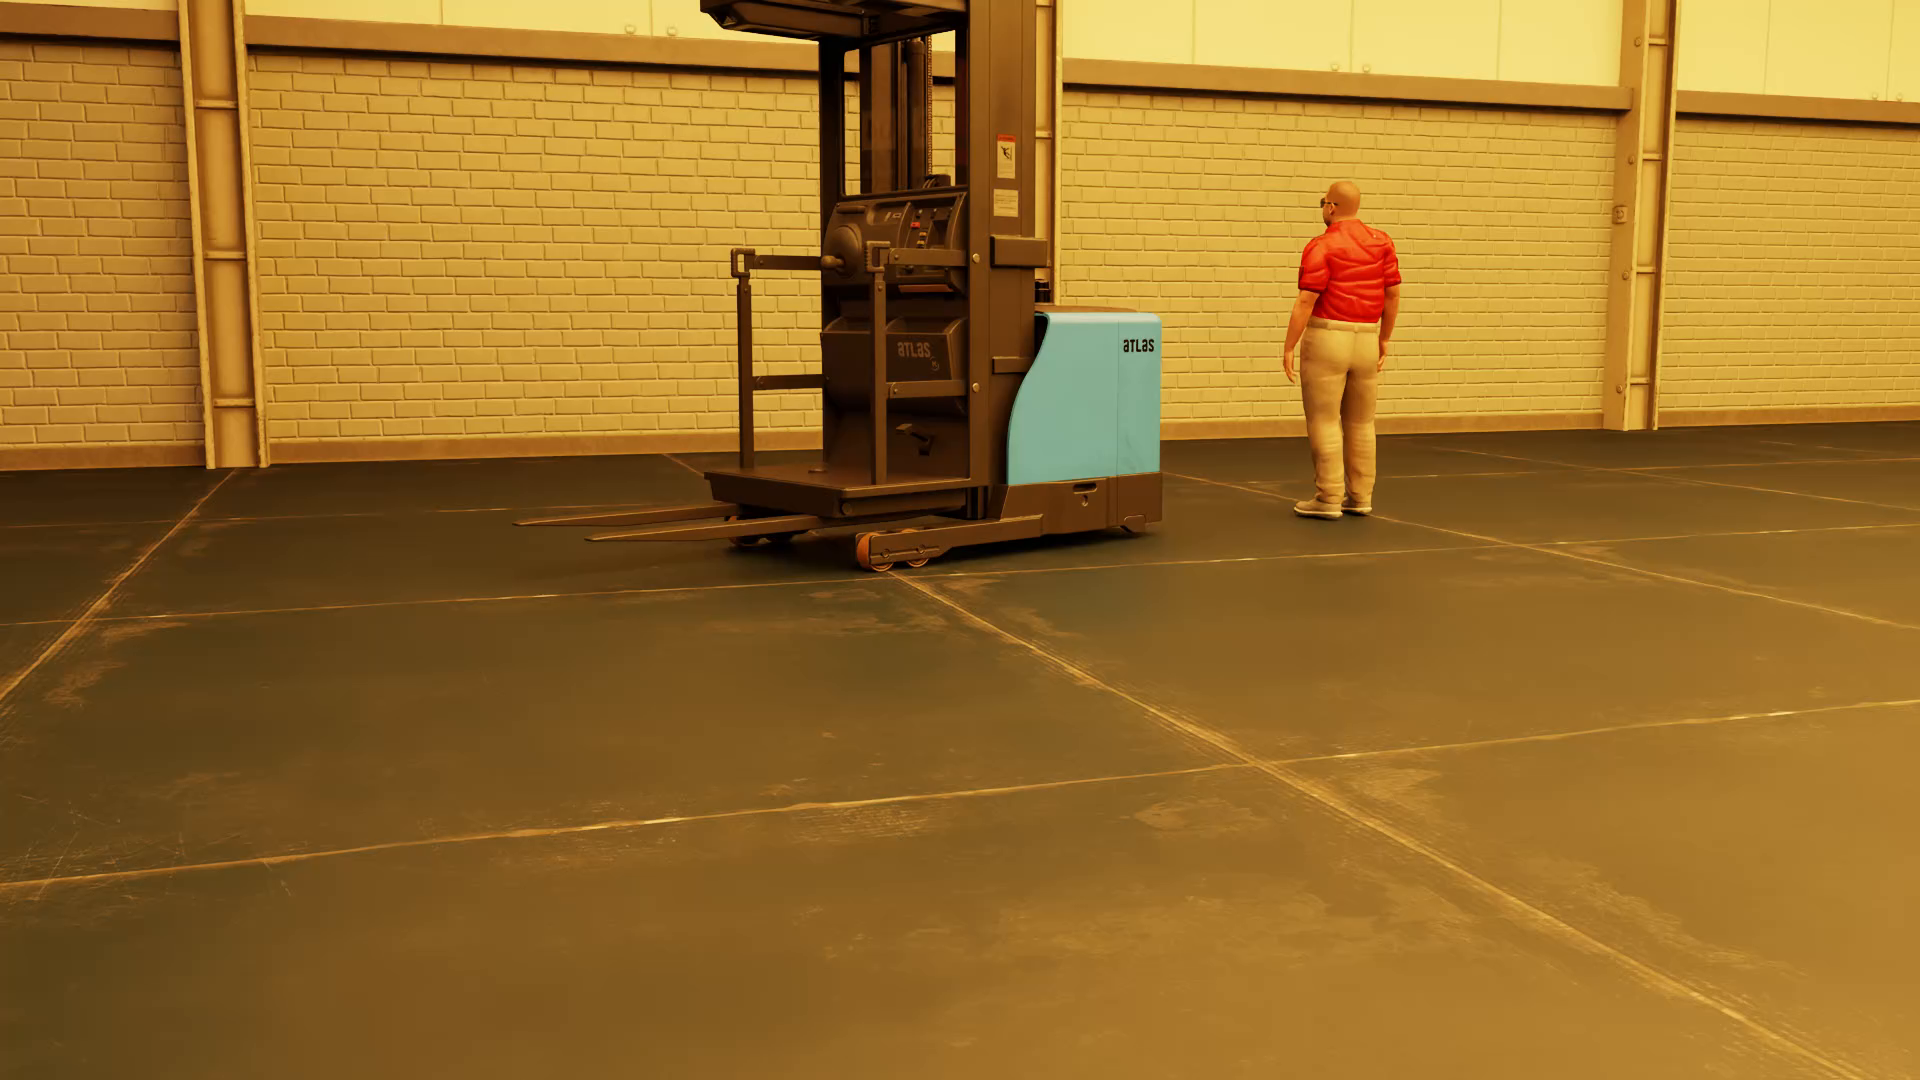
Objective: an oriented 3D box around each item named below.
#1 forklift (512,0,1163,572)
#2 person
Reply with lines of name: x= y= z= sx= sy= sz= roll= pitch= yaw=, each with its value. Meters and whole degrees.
forklift: x=-0.461 y=-1.399 z=7.333 sx=3.031 sy=2.935 sz=1.130 roll=-7 pitch=10 yaw=-40
person: x=1.942 y=-0.984 z=8.693 sx=0.641 sy=1.727 sz=0.551 roll=-3 pitch=8 yaw=-19
